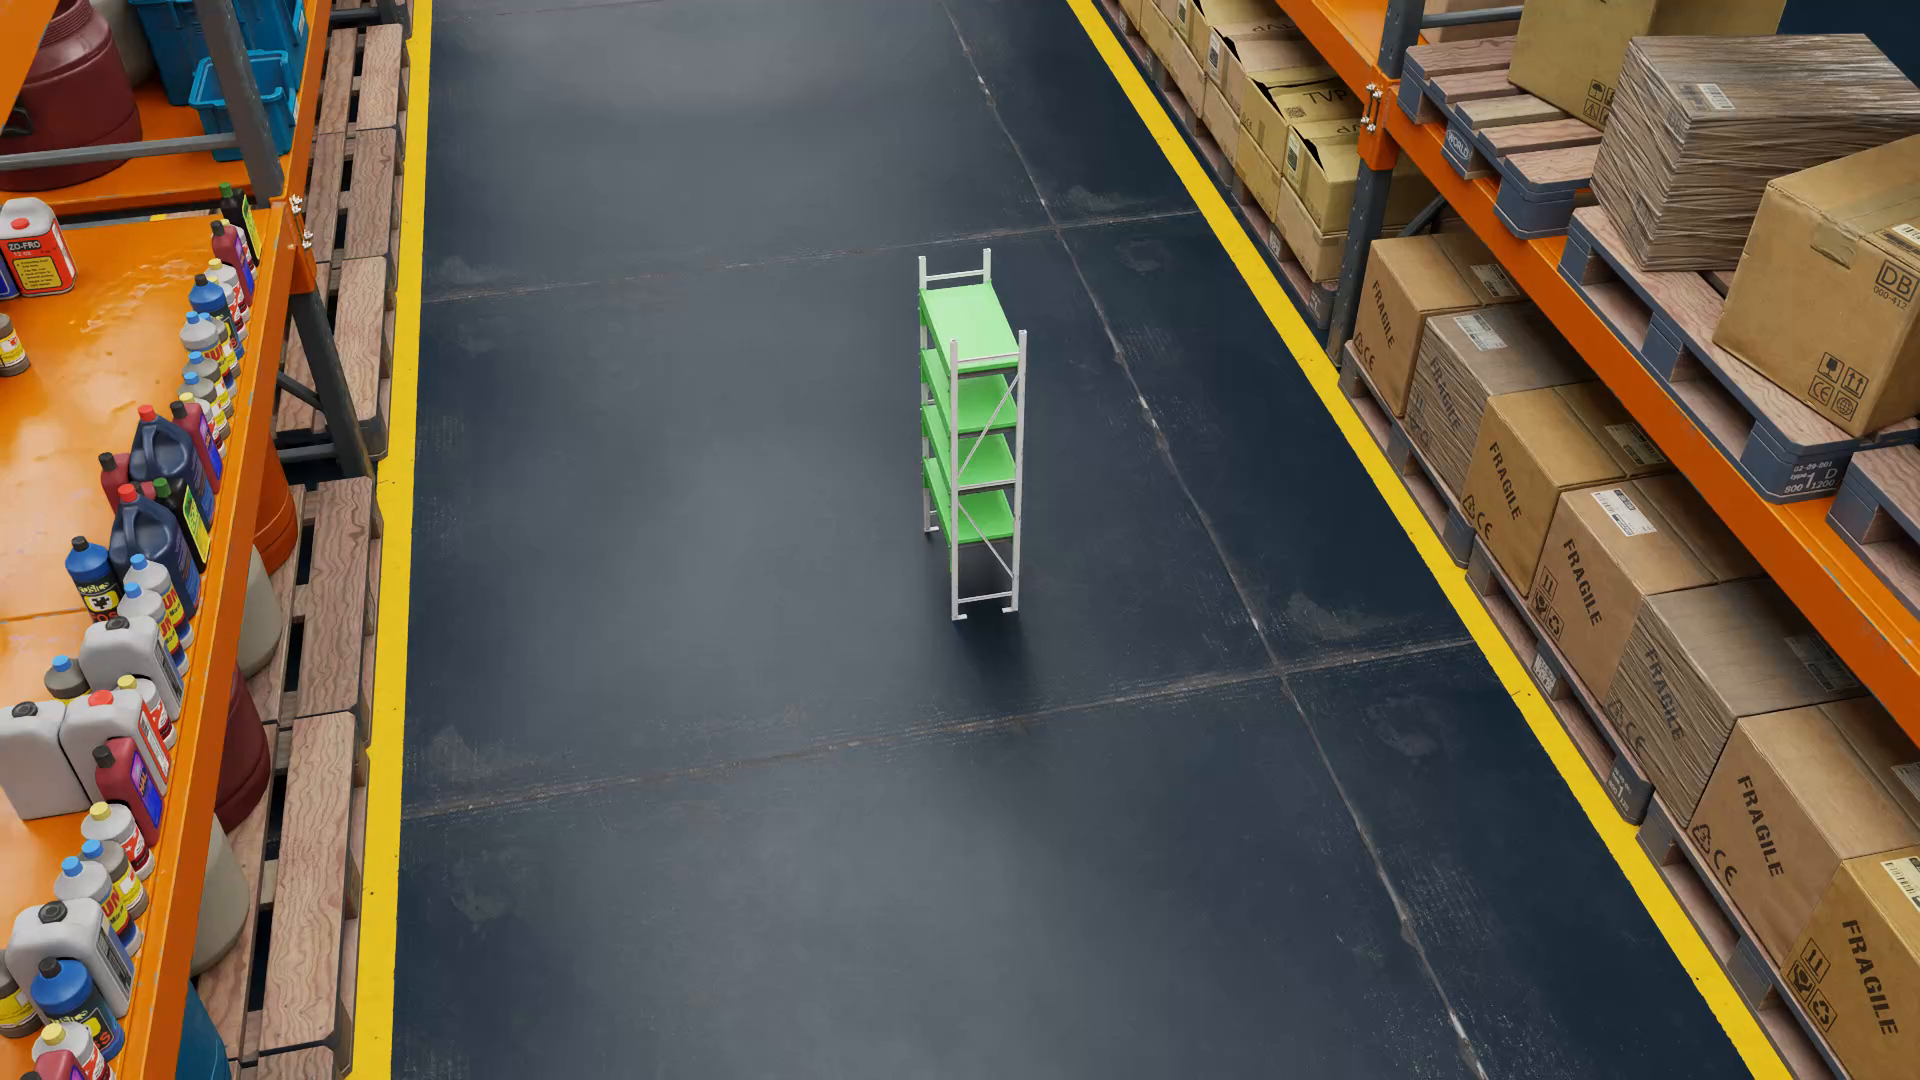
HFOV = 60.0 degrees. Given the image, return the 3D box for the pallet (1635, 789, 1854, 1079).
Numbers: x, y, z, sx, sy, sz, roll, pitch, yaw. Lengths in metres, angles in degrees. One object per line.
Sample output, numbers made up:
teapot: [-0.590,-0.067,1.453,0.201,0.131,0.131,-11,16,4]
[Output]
pallet: [2.724,1.156,4.788,1.003,0.211,1.213,-8,42,-9]

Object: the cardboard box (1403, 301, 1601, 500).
cardboard box: [2.011,-0.513,6.120,0.500,0.500,0.500,-10,43,-11]

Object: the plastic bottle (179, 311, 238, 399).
plastic bottle: [-2.120,-0.522,4.675,0.097,0.271,0.097,0,42,0]

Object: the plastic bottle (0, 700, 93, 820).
plastic bottle: [-1.977,0.456,3.570,0.152,0.276,0.135,-8,42,-9]

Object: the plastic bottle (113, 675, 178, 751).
plastic bottle: [-1.827,0.383,3.709,0.097,0.201,0.097,0,42,0]

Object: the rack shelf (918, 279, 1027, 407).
rack shelf: [0.036,-0.653,5.455,0.258,0.148,0.480,-8,42,-9]

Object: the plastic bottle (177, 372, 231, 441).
plastic bottle: [-2.078,-0.369,4.556,0.097,0.201,0.097,0,42,0]

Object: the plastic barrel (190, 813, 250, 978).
plastic barrel: [-2.189,0.923,4.508,0.421,0.512,0.421,0,42,0]

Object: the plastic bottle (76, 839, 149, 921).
plastic bottle: [-1.727,0.683,3.371,0.097,0.201,0.097,0,42,0]

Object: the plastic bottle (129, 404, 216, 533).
plastic bottle: [-2.020,-0.181,4.231,0.144,0.351,0.185,-8,42,-9]

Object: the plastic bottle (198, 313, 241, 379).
plastic bottle: [-2.141,-0.559,4.769,0.097,0.201,0.097,0,42,0]

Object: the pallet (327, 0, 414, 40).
pallet: [-3.732,-3.242,9.743,1.003,0.211,1.213,-8,42,-9]

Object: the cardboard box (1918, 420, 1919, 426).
cardboard box: [2.842,-0.335,3.976,0.700,0.500,0.500,-2,42,-2]

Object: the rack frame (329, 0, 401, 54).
rack frame: [-3.628,-3.843,8.320,1.000,3.000,0.127,-8,42,-9]

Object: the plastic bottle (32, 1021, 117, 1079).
plastic bottle: [-1.635,0.959,3.059,0.097,0.201,0.097,0,42,0]

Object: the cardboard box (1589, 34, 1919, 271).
cardboard box: [2.330,-1.140,4.883,0.700,0.500,0.500,-1,42,-1]

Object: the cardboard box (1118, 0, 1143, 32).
cardboard box: [1.164,-3.051,9.182,0.500,0.250,0.500,-7,42,-8]

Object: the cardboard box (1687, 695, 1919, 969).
cardboard box: [2.452,0.805,4.635,0.500,0.500,0.500,-8,42,-9]

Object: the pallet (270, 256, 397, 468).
pallet: [-2.894,-0.715,6.897,1.003,0.211,1.213,-8,42,-9]

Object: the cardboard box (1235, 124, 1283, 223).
cardboard box: [1.607,-1.726,7.690,0.500,0.250,0.500,-9,42,-10]

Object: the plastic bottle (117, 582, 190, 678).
plastic bottle: [-1.877,0.206,3.855,0.097,0.271,0.097,0,42,0]

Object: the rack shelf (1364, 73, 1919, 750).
rack shelf: [2.505,-0.392,4.974,1.077,0.370,4.000,-8,42,-9]

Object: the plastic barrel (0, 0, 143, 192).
plastic barrel: [-3.160,-1.558,5.644,0.600,0.536,0.708,-8,42,-9]

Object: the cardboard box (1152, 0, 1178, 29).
cardboard box: [1.271,-2.925,8.618,0.500,0.311,0.500,-10,43,-11]

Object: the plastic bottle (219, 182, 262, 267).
plastic bottle: [-2.260,-1.005,5.211,0.061,0.283,0.133,-8,42,-9]

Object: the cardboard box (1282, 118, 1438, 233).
cardboard box: [1.720,-1.600,7.126,0.500,0.311,0.500,-7,42,-8]

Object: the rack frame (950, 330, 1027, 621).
rack frame: [0.088,-0.183,5.553,0.240,1.200,0.015,-8,42,-9]

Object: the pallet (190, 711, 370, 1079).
pallet: [-2.294,1.087,4.867,1.003,0.211,1.213,-8,42,-9]

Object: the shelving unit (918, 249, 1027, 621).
shelving unit: [0.036,-0.341,5.731,0.258,1.200,0.503,-8,42,-9]

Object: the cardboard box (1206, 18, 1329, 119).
cardboard box: [1.495,-2.264,7.873,0.500,0.311,0.500,-9,42,-10]

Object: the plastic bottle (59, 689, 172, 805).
plastic bottle: [-1.829,0.434,3.595,0.152,0.276,0.135,-8,42,-9]

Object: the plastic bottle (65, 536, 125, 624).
plastic bottle: [-2.060,0.101,3.974,0.097,0.271,0.097,0,42,0]

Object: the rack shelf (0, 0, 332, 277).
rack shelf: [-3.196,-2.278,7.098,1.077,0.370,4.000,-8,42,-9]

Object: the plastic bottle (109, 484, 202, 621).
plastic bottle: [-1.951,0.026,3.999,0.144,0.351,0.185,-8,42,-9]

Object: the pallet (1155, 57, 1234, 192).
pallet: [1.674,-2.243,8.618,1.003,0.211,1.213,-8,42,-9]

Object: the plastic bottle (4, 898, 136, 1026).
plastic bottle: [-1.708,0.797,3.186,0.152,0.276,0.135,-8,42,-9]

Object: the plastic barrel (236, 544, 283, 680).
plastic barrel: [-2.433,0.191,5.333,0.421,0.512,0.421,0,42,0]

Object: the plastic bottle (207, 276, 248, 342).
plastic bottle: [-2.183,-0.685,4.912,0.097,0.201,0.097,0,42,0]

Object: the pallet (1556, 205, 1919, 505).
pallet: [2.497,-0.626,4.840,1.003,0.211,1.213,-8,42,-9]

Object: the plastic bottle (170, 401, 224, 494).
plastic bottle: [-2.014,-0.265,4.376,0.061,0.283,0.133,-8,42,-9]

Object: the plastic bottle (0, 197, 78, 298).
plastic bottle: [-2.838,-0.899,5.096,0.152,0.276,0.135,-8,42,-9]

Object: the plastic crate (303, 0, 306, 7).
plastic crate: [-2.814,-2.365,6.607,0.402,0.464,0.583,-8,42,-9]

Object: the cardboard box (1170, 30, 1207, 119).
cardboard box: [1.387,-2.385,8.433,0.500,0.250,0.500,-8,42,-8]

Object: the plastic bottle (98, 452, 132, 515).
plastic bottle: [-2.115,-0.124,4.218,0.061,0.283,0.133,-8,42,-9]

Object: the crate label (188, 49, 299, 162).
crate label: [-2.489,-1.514,5.823,0.303,0.233,0.416,-8,42,-9]

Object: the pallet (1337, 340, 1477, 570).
pallet: [2.197,-0.425,6.570,1.003,0.211,1.213,-8,42,-9]

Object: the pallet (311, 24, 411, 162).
pallet: [-3.420,-2.297,8.678,1.003,0.211,1.213,-8,42,-9]

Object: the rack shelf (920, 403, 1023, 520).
rack shelf: [0.036,-0.294,5.773,0.258,0.148,0.480,-8,42,-9]

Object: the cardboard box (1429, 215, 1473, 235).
cardboard box: [2.247,-1.468,7.399,0.500,0.250,0.500,-8,42,-9]

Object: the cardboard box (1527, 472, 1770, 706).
cardboard box: [2.232,0.151,5.372,0.500,0.500,0.500,-10,43,-11]

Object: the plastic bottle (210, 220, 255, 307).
plastic bottle: [-2.211,-0.856,5.043,0.061,0.283,0.133,-8,42,-9]
